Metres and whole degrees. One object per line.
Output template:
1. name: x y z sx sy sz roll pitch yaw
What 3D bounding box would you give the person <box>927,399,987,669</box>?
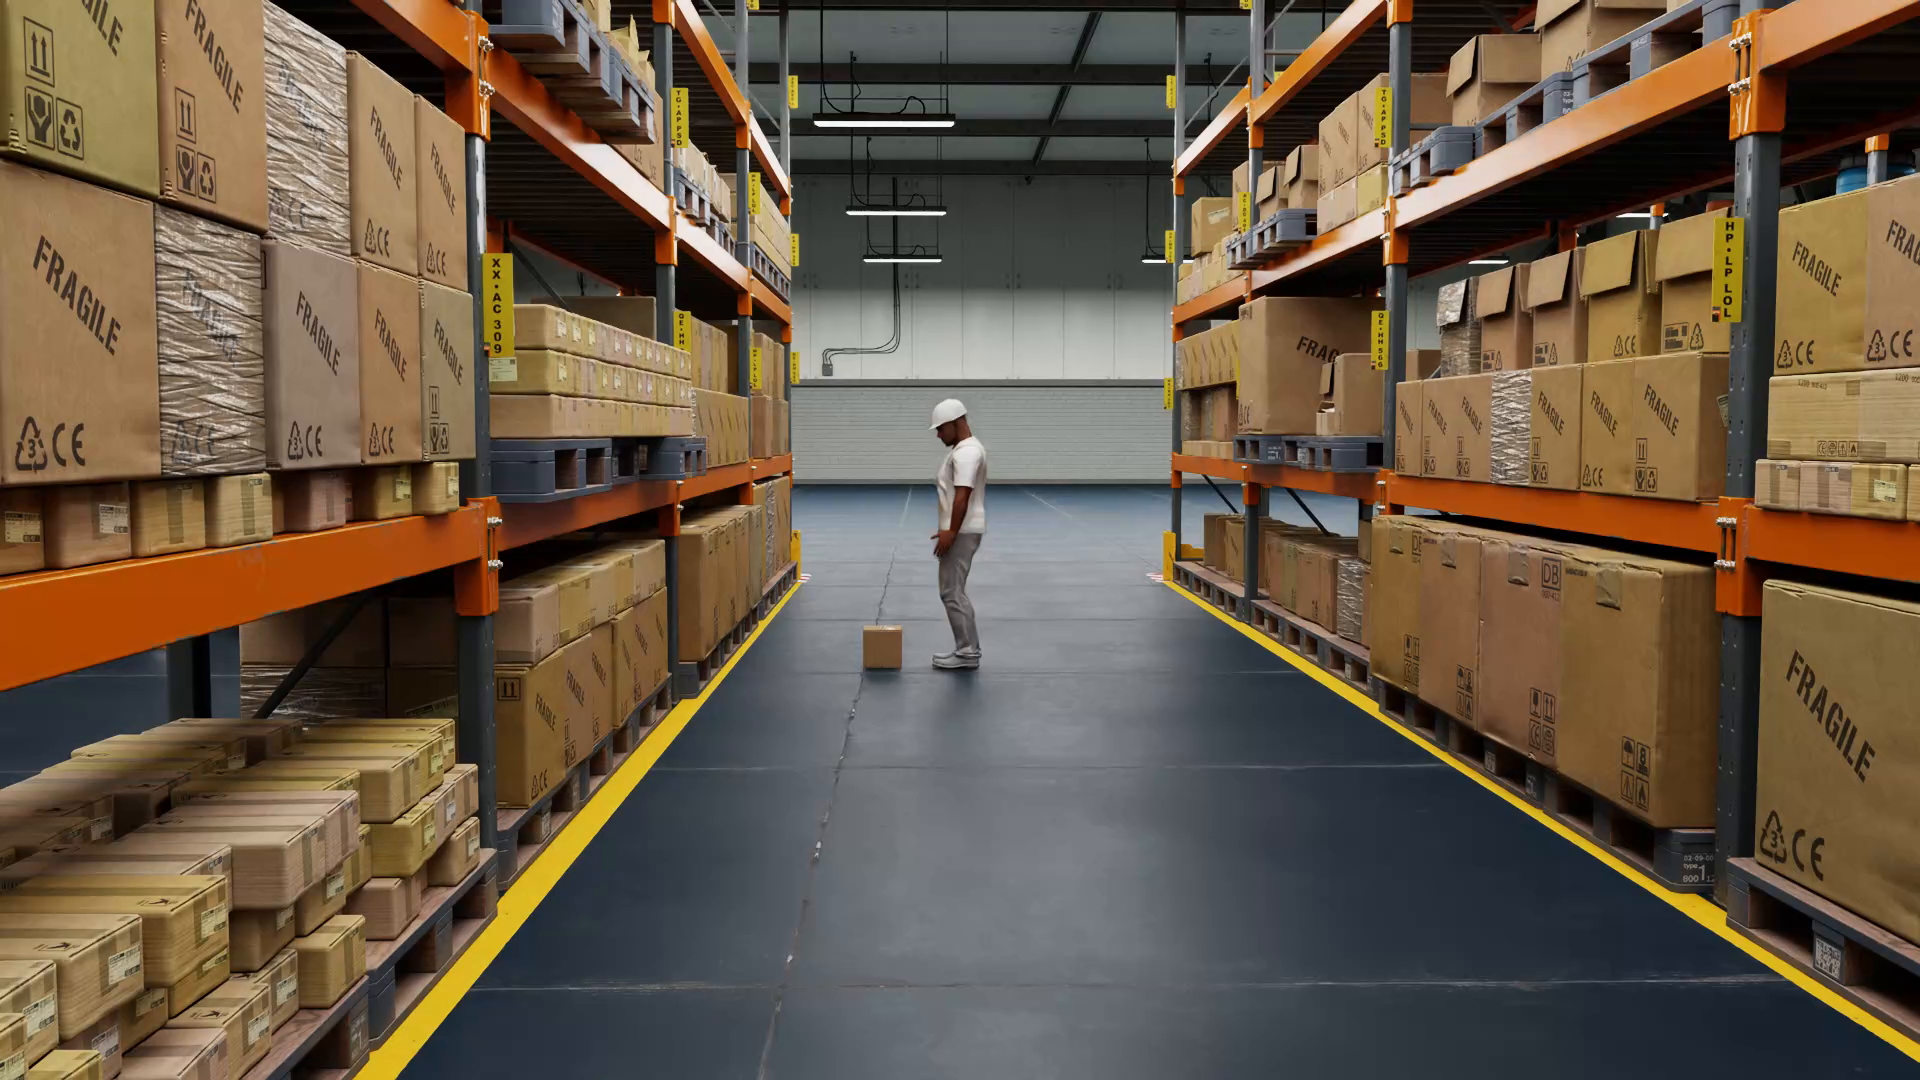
1. person: -0.019 -0.044 10.880 0.390 1.747 0.575 0 4 0
